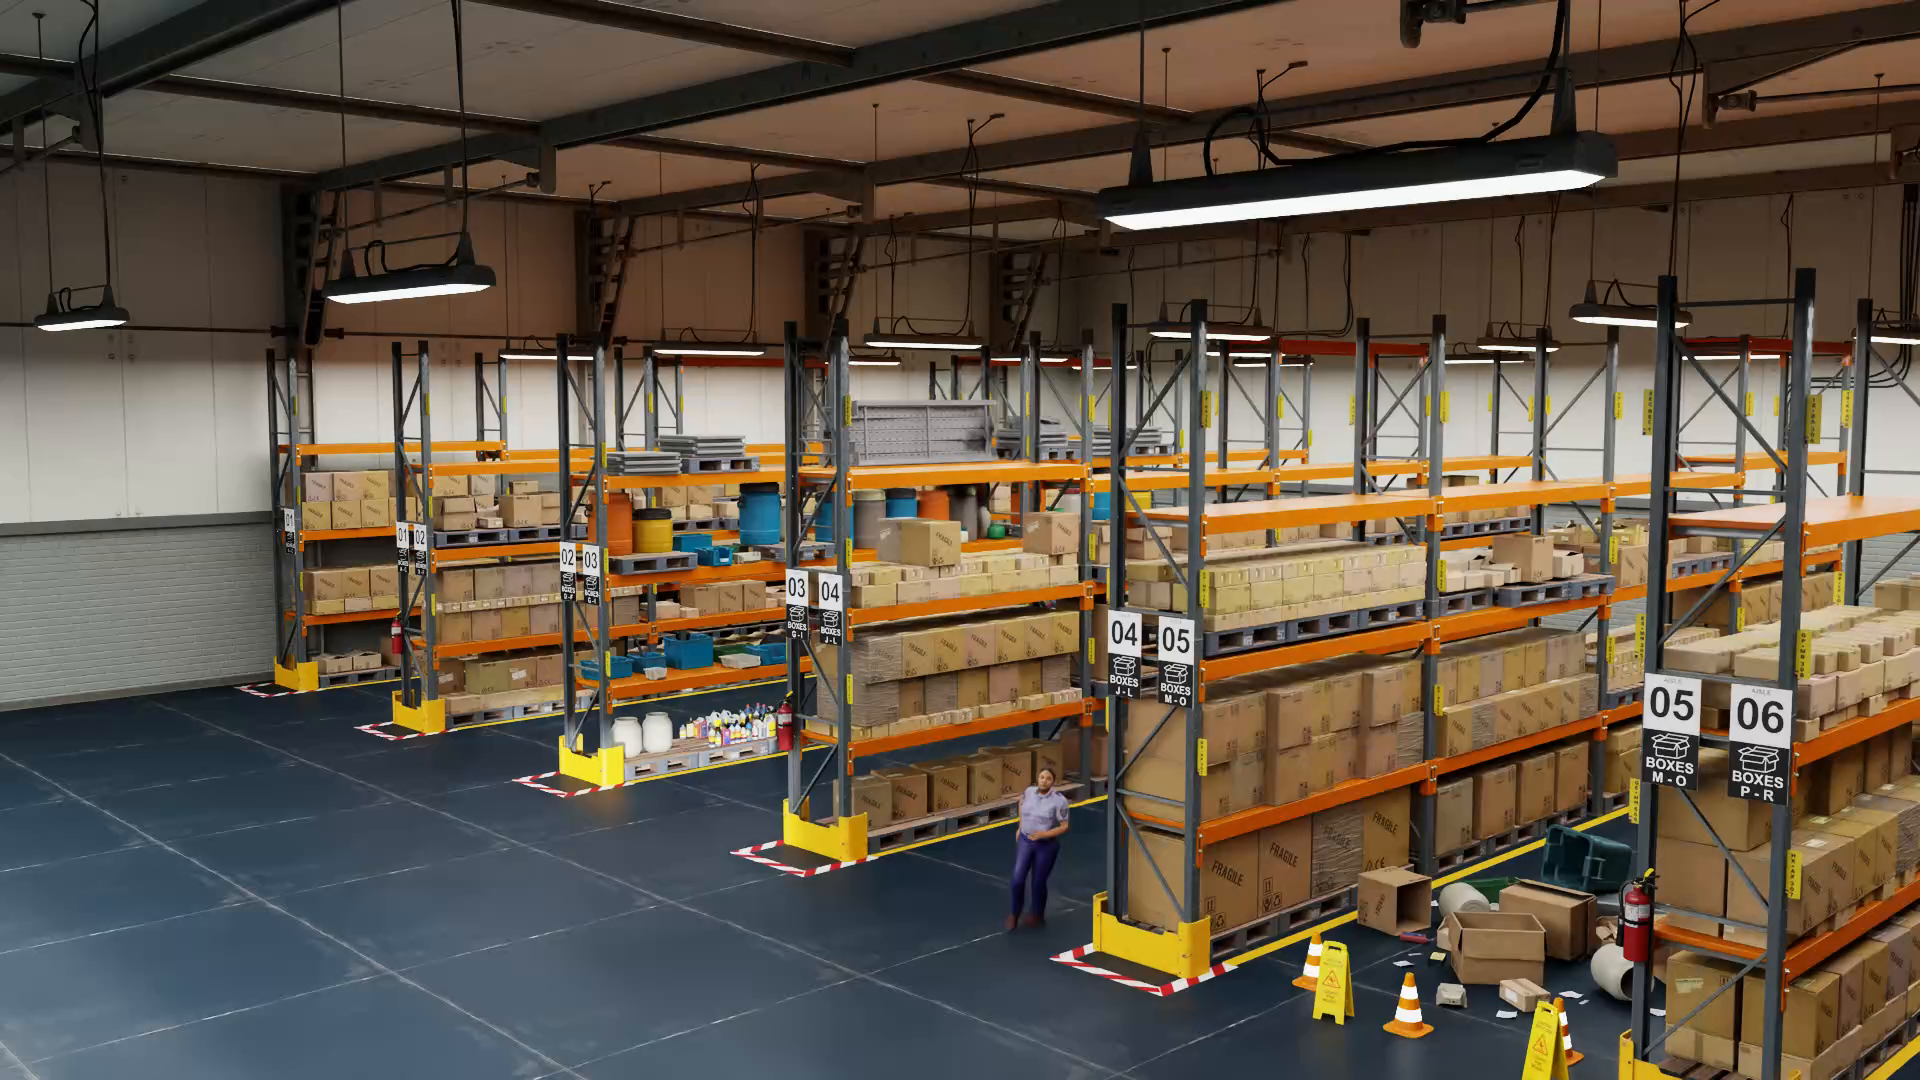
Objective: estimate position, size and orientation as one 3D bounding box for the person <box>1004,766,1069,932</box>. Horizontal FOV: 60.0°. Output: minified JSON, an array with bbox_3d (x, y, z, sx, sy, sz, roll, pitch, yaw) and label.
[{"bbox_3d":[0.754,2.989,16.038,0.636,1.640,0.613,2,5,19],"label":"person"}]

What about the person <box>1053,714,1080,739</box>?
[{"bbox_3d":[1.503,1.956,23.740,0.472,1.771,0.661,-5,7,-42],"label":"person"}]
